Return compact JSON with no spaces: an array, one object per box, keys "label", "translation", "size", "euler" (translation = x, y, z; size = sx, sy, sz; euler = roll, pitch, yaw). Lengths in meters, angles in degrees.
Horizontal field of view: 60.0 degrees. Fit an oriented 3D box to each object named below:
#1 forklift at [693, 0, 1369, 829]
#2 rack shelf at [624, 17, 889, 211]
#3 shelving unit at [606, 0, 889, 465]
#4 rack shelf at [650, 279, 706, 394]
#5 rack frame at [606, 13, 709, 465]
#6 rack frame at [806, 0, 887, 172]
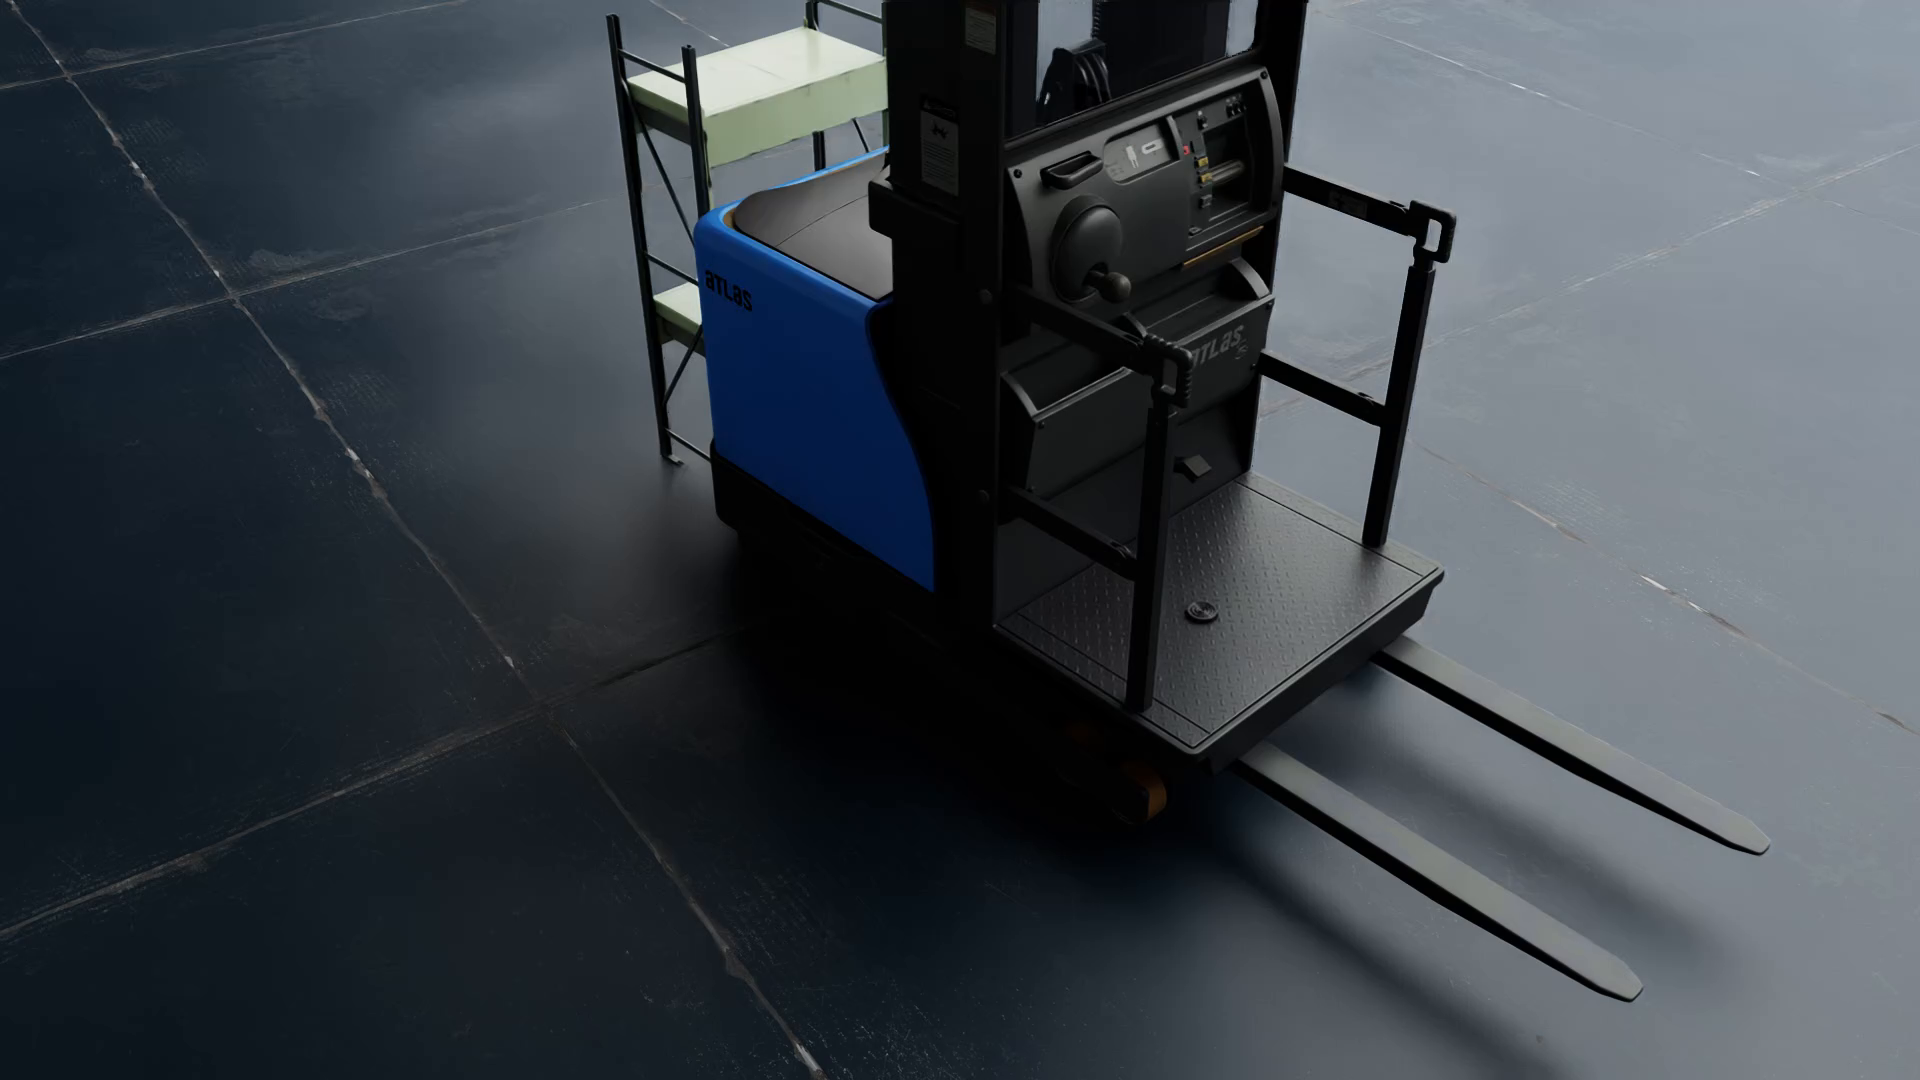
[{"label":"forklift","translation":[0.611,-0.806,3.861],"size":[1.130,2.935,3.031],"euler":[-29,45,-34]},{"label":"rack shelf","translation":[-0.607,-1.286,5.084],"size":[0.720,0.370,0.431],"euler":[-29,45,-34]},{"label":"shelving unit","translation":[-0.607,-0.969,5.312],"size":[0.755,1.500,0.431],"euler":[-29,45,-34]},{"label":"rack shelf","translation":[-0.606,-0.704,5.502],"size":[0.720,0.370,0.431],"euler":[-29,45,-34]},{"label":"rack frame","translation":[-0.871,-0.821,5.106],"size":[0.023,1.500,0.400],"euler":[-29,45,-34]},{"label":"rack frame","translation":[-0.342,-1.116,5.517],"size":[0.023,1.500,0.400],"euler":[-29,45,-34]}]
